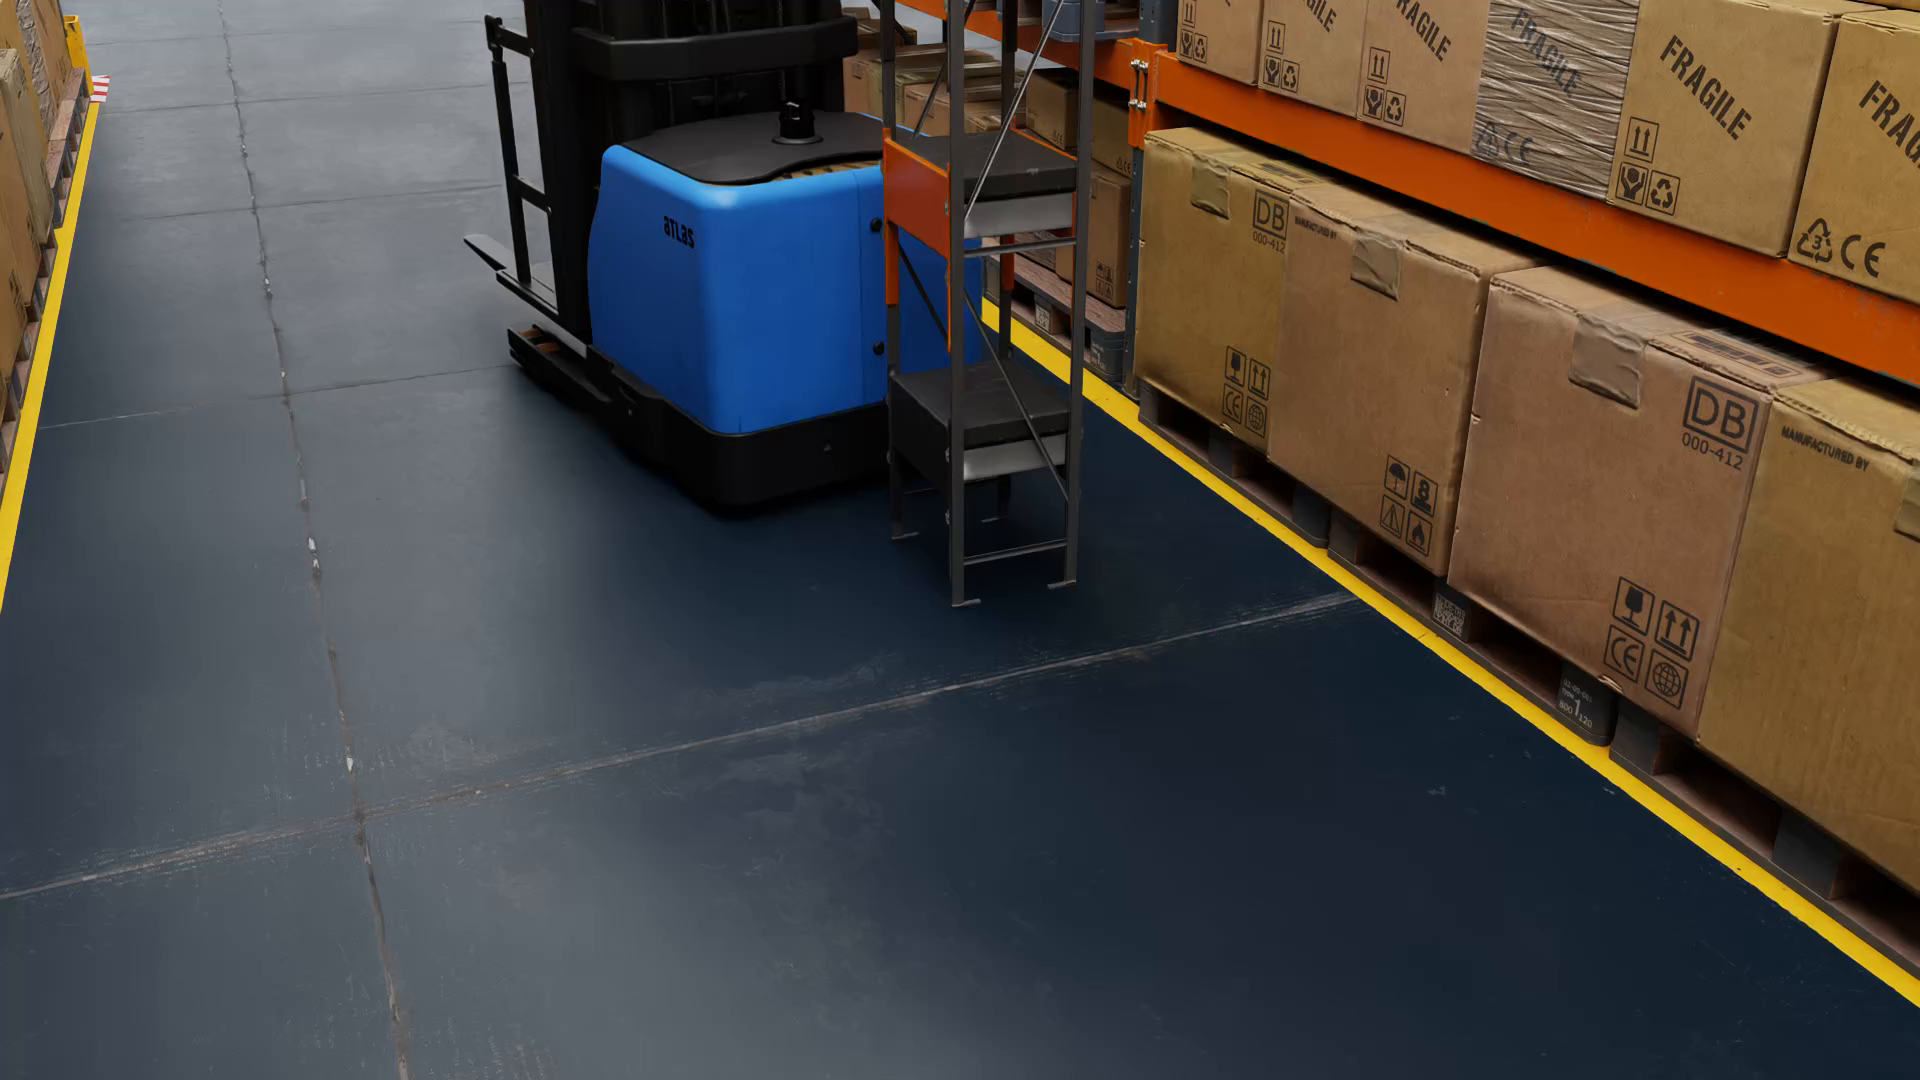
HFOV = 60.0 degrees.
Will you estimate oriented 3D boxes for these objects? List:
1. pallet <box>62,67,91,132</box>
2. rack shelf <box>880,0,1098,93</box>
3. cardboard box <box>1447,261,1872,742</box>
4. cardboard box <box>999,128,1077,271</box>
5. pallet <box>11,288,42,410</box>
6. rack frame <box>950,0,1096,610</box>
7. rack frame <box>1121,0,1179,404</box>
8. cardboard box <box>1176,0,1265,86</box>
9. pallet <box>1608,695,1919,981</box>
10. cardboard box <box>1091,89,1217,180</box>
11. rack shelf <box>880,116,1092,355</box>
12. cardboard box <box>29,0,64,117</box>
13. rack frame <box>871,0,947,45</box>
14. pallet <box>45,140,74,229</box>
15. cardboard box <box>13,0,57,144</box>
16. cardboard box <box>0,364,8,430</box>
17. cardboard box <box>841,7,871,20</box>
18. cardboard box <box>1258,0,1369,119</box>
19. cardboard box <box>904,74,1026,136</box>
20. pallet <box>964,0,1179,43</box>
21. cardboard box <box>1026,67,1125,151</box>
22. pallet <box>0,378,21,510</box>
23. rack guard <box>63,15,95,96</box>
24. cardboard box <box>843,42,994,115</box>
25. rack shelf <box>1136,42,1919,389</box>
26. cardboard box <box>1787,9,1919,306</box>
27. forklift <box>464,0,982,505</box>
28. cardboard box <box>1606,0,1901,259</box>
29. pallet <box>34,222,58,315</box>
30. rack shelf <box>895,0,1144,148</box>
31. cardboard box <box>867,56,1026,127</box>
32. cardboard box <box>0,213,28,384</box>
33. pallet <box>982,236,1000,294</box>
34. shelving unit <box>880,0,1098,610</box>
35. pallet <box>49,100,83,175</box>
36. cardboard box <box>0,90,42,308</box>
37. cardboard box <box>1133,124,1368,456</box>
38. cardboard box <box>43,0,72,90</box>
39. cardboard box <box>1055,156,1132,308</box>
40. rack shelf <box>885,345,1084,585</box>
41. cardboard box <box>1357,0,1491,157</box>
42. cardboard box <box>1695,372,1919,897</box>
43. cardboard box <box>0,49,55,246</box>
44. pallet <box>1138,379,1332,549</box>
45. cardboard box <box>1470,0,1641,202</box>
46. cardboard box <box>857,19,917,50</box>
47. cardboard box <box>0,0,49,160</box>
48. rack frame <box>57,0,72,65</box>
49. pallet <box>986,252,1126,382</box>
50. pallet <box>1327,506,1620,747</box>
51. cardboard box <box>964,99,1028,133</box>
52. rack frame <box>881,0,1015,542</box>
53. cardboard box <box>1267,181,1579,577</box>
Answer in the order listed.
[{"bbox_3d":[-6.245,-2.830,10.806,1.003,0.211,1.213,-11,28,-21],"label":"pallet"},{"bbox_3d":[0.065,-1.493,4.351,0.431,0.518,0.480,-11,28,-21],"label":"rack shelf"},{"bbox_3d":[2.053,-0.209,4.202,1.225,0.875,0.875,-12,28,-22],"label":"cardboard box"},{"bbox_3d":[0.596,-1.538,7.328,0.700,0.500,0.500,-13,29,-25],"label":"cardboard box"},{"bbox_3d":[-4.211,-0.733,6.510,1.003,0.211,1.213,-11,28,-21],"label":"pallet"},{"bbox_3d":[0.160,-0.778,4.451,0.400,2.100,0.015,-11,28,-21],"label":"rack frame"},{"bbox_3d":[1.106,-1.974,5.875,1.000,3.000,0.127,-11,28,-21],"label":"rack frame"},{"bbox_3d":[1.046,-1.776,5.355,0.500,0.500,0.500,-10,28,-19],"label":"cardboard box"},{"bbox_3d":[2.301,0.595,3.791,1.003,0.211,1.213,-11,28,-21],"label":"pallet"},{"bbox_3d":[0.816,-1.651,6.706,0.500,0.250,0.500,-9,28,-19],"label":"cardboard box"},{"bbox_3d":[0.065,-0.864,4.658,0.431,0.518,0.480,-11,28,-21],"label":"rack shelf"},{"bbox_3d":[-5.957,-3.009,9.938,0.875,0.875,0.875,-11,28,-21],"label":"cardboard box"},{"bbox_3d":[-0.460,-3.589,9.182,1.000,3.000,0.127,-11,28,-21],"label":"rack frame"},{"bbox_3d":[-5.290,-1.845,8.788,1.003,0.211,1.213,-11,28,-21],"label":"pallet"},{"bbox_3d":[-5.602,-2.641,9.183,0.875,0.875,0.875,-10,28,-20],"label":"cardboard box"},{"bbox_3d":[-3.653,-0.602,5.150,1.050,0.750,0.750,-11,28,-21],"label":"cardboard box"},{"bbox_3d":[-0.812,-3.053,10.454,0.500,0.500,0.500,-2,26,-4],"label":"cardboard box"},{"bbox_3d":[1.250,-1.569,4.930,0.500,0.500,0.500,-11,28,-22],"label":"cardboard box"},{"bbox_3d":[0.149,-1.990,8.255,0.700,0.500,0.500,-13,29,-25],"label":"cardboard box"},{"bbox_3d":[0.729,-2.158,6.469,1.213,0.211,1.003,-11,28,-21],"label":"pallet"},{"bbox_3d":[0.599,-1.863,7.141,0.500,0.250,0.500,-7,27,-15],"label":"cardboard box"},{"bbox_3d":[-3.737,-0.241,5.503,1.003,0.211,1.213,-11,28,-21],"label":"pallet"},{"bbox_3d":[-6.640,-3.279,11.396,1.175,0.500,0.348,-11,28,-21],"label":"rack guard"},{"bbox_3d":[-0.240,-2.412,9.119,0.700,0.500,0.500,-13,29,-25],"label":"cardboard box"},{"bbox_3d":[1.889,-0.844,4.379,1.077,0.370,4.000,-11,28,-21],"label":"rack shelf"},{"bbox_3d":[2.051,-0.747,3.248,0.500,0.500,0.500,-10,28,-19],"label":"cardboard box"},{"bbox_3d":[-1.142,-2.026,6.060,1.130,2.935,3.031,-16,30,-30],"label":"forklift"},{"bbox_3d":[1.840,-0.957,3.677,0.500,0.500,0.500,-11,28,-21],"label":"cardboard box"},{"bbox_3d":[-4.692,-1.226,7.521,1.003,0.211,1.213,-11,28,-21],"label":"pallet"},{"bbox_3d":[0.323,-2.458,7.686,1.077,0.370,4.000,-11,28,-21],"label":"rack shelf"},{"bbox_3d":[-0.070,-2.216,8.718,0.700,0.500,0.500,-11,28,-21],"label":"cardboard box"},{"bbox_3d":[-3.999,-0.954,5.871,1.050,0.750,0.750,-10,28,-20],"label":"cardboard box"},{"bbox_3d":[0.327,-1.529,8.141,1.003,0.211,1.213,-11,28,-21],"label":"pallet"},{"bbox_3d":[0.065,-0.877,4.652,0.431,2.100,0.503,-11,28,-21],"label":"shelving unit"},{"bbox_3d":[-5.771,-2.338,9.799,1.003,0.211,1.213,-11,28,-21],"label":"pallet"},{"bbox_3d":[-4.364,-1.330,6.641,1.050,0.750,0.750,-11,28,-21],"label":"cardboard box"},{"bbox_3d":[1.357,-0.926,5.671,1.225,0.875,0.875,-12,28,-23],"label":"cardboard box"},{"bbox_3d":[-6.304,-3.364,10.664,0.875,0.875,0.875,-10,28,-20],"label":"cardboard box"},{"bbox_3d":[0.825,-1.316,6.874,0.700,0.500,0.500,-12,29,-23],"label":"cardboard box"},{"bbox_3d":[0.065,-0.235,4.966,0.431,0.518,0.480,-11,28,-21],"label":"rack shelf"},{"bbox_3d":[1.454,-1.362,4.507,0.500,0.500,0.500,-11,28,-22],"label":"cardboard box"},{"bbox_3d":[2.403,0.152,3.464,1.225,0.875,0.875,-10,28,-20],"label":"cardboard box"},{"bbox_3d":[-4.738,-1.720,7.440,1.050,0.750,0.750,-11,28,-21],"label":"cardboard box"},{"bbox_3d":[1.345,-0.390,5.808,1.003,0.211,1.213,-11,28,-21],"label":"pallet"},{"bbox_3d":[1.648,-1.160,4.093,0.500,0.500,0.500,-10,28,-20],"label":"cardboard box"},{"bbox_3d":[-0.580,-2.823,9.983,0.500,0.500,0.500,-11,28,-22],"label":"cardboard box"},{"bbox_3d":[-5.246,-2.278,8.439,0.875,0.875,0.875,-10,28,-20],"label":"cardboard box"},{"bbox_3d":[-6.630,-4.393,10.828,1.000,3.000,0.127,-11,28,-21],"label":"rack frame"},{"bbox_3d":[0.801,-1.037,7.133,1.003,0.211,1.213,-11,28,-21],"label":"pallet"},{"bbox_3d":[1.819,0.102,4.801,1.003,0.211,1.213,-11,28,-21],"label":"pallet"},{"bbox_3d":[0.368,-1.765,7.794,0.700,0.500,0.500,-8,27,-16],"label":"cardboard box"},{"bbox_3d":[-0.031,-0.975,4.854,0.400,2.100,0.015,-11,28,-21],"label":"rack frame"},{"bbox_3d":[1.699,-0.565,4.931,1.225,0.875,0.875,-10,28,-20],"label":"cardboard box"}]
